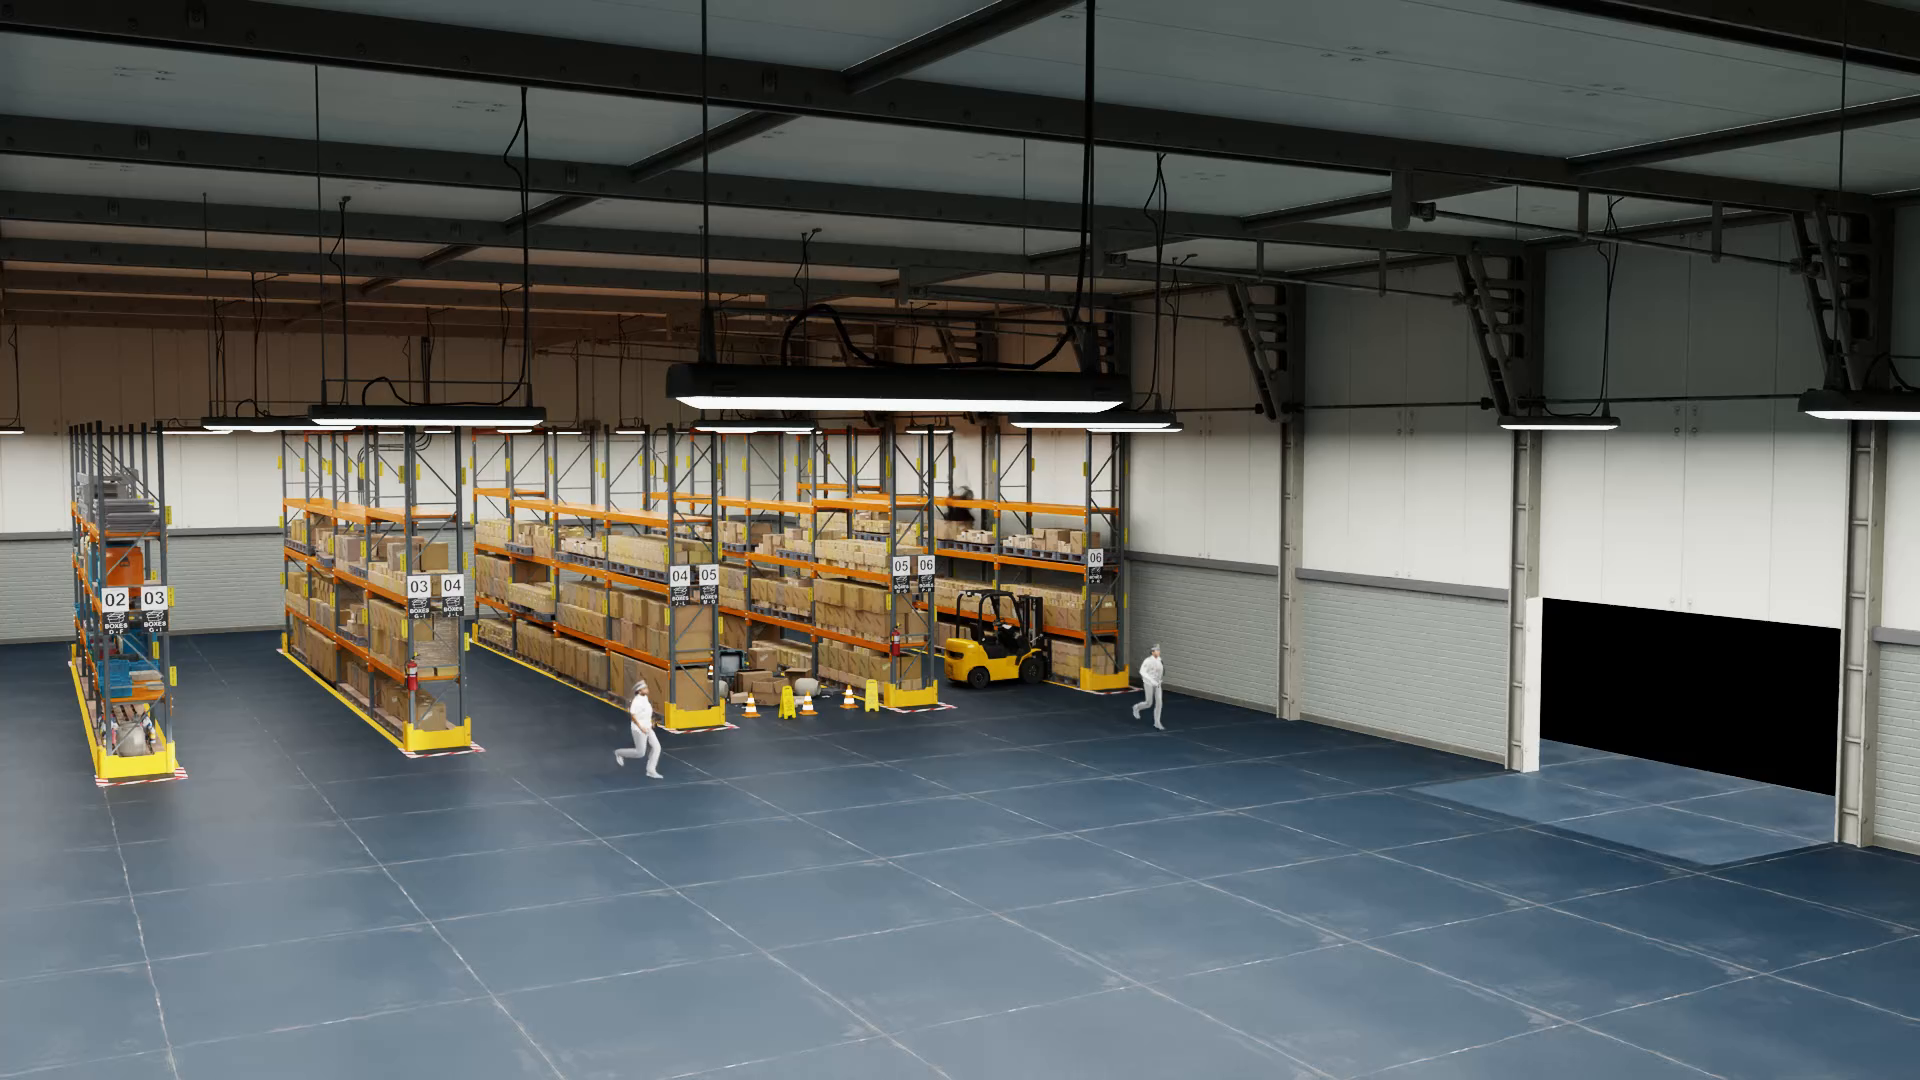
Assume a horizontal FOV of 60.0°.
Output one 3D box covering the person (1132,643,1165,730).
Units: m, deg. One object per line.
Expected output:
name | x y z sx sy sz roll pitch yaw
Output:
person | 3.779 2.867 32.892 0.641 1.684 0.862 -3 5 -42

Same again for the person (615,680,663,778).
person | -5.388 3.182 28.012 0.782 1.670 0.572 1 4 13

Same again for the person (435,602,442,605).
person | -13.414 2.178 42.654 0.649 1.780 0.939 -2 4 -33
